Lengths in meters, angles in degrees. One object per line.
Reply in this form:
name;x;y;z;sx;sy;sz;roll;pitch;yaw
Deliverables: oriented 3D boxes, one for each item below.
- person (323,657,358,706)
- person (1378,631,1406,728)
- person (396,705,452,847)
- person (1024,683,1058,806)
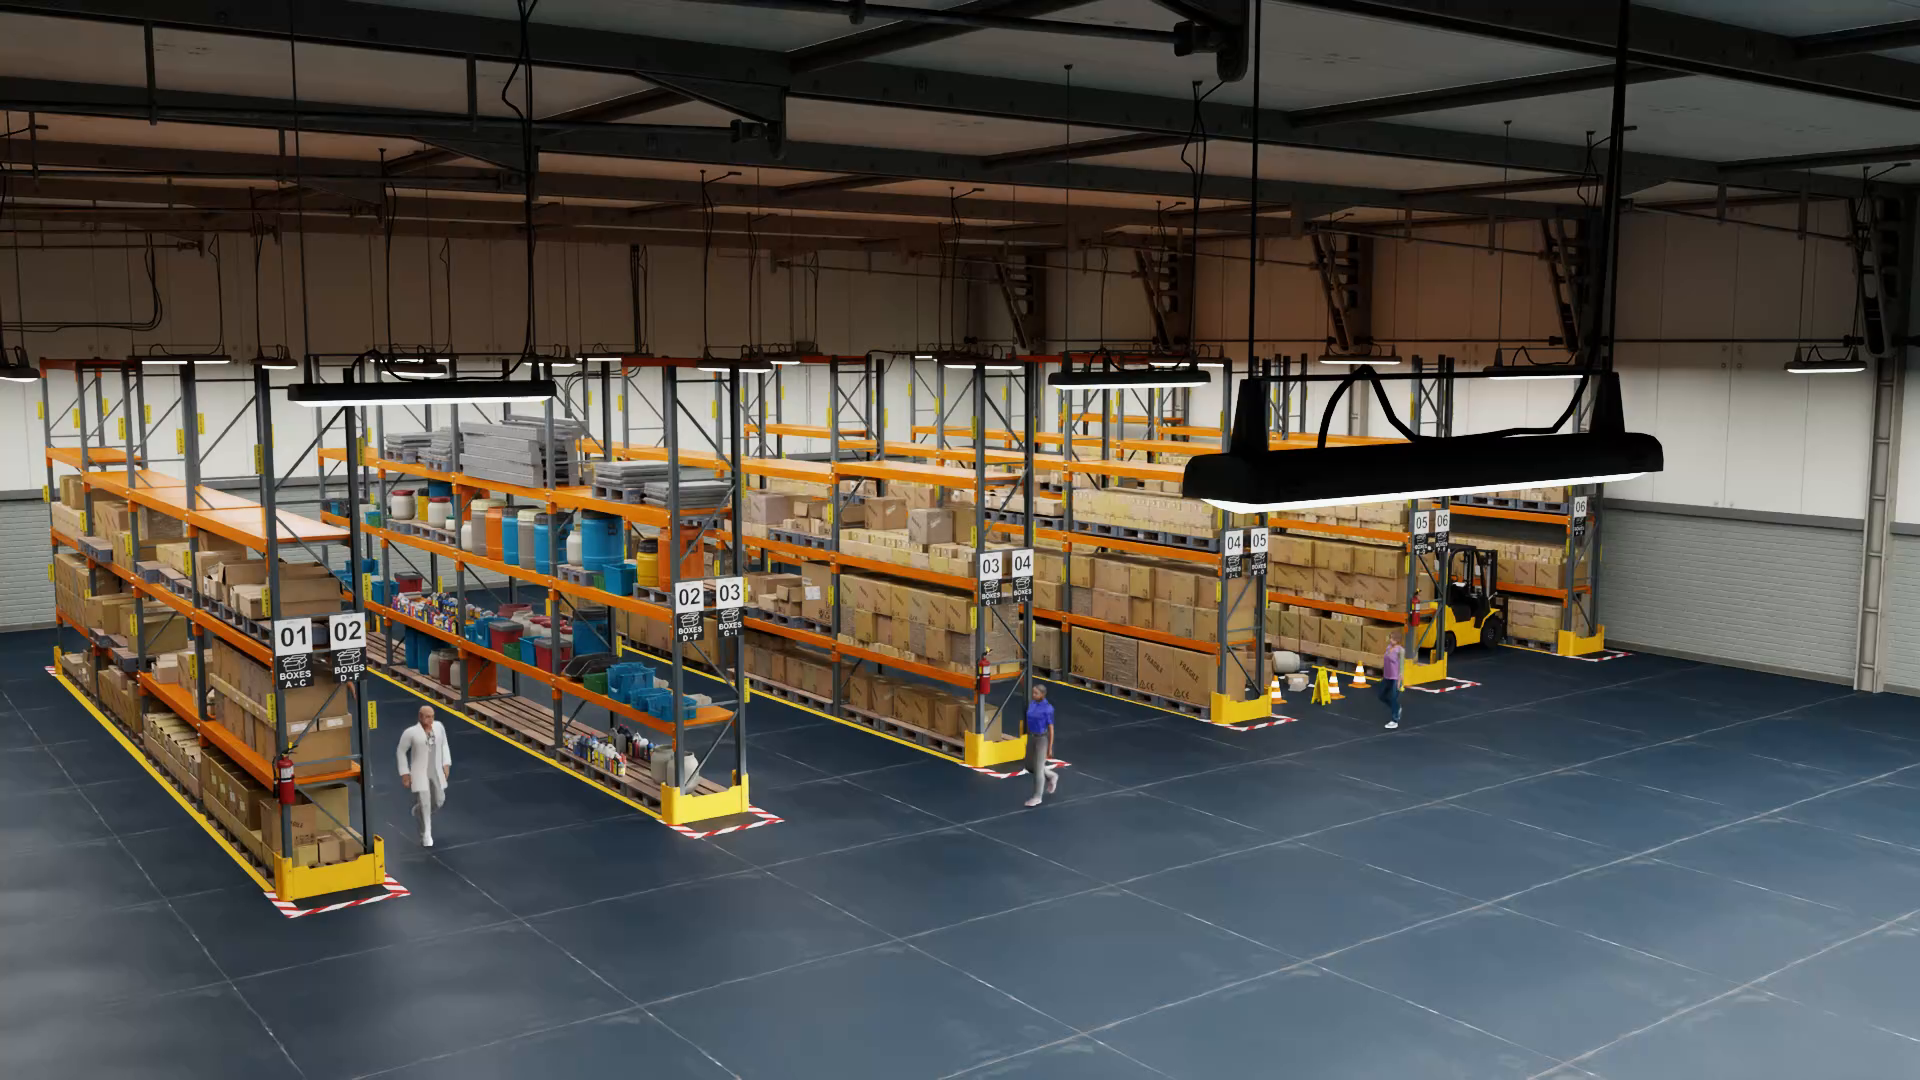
person;-9.579;2.412;25.428;1.079;1.705;0.670;7;10;44
person;7.116;2.269;27.171;0.472;1.563;0.432;-5;8;-35
person;-6.821;2.943;21.081;0.740;1.765;0.673;6;9;42
person;1.108;2.772;22.848;0.748;1.641;0.481;-6;9;-40
